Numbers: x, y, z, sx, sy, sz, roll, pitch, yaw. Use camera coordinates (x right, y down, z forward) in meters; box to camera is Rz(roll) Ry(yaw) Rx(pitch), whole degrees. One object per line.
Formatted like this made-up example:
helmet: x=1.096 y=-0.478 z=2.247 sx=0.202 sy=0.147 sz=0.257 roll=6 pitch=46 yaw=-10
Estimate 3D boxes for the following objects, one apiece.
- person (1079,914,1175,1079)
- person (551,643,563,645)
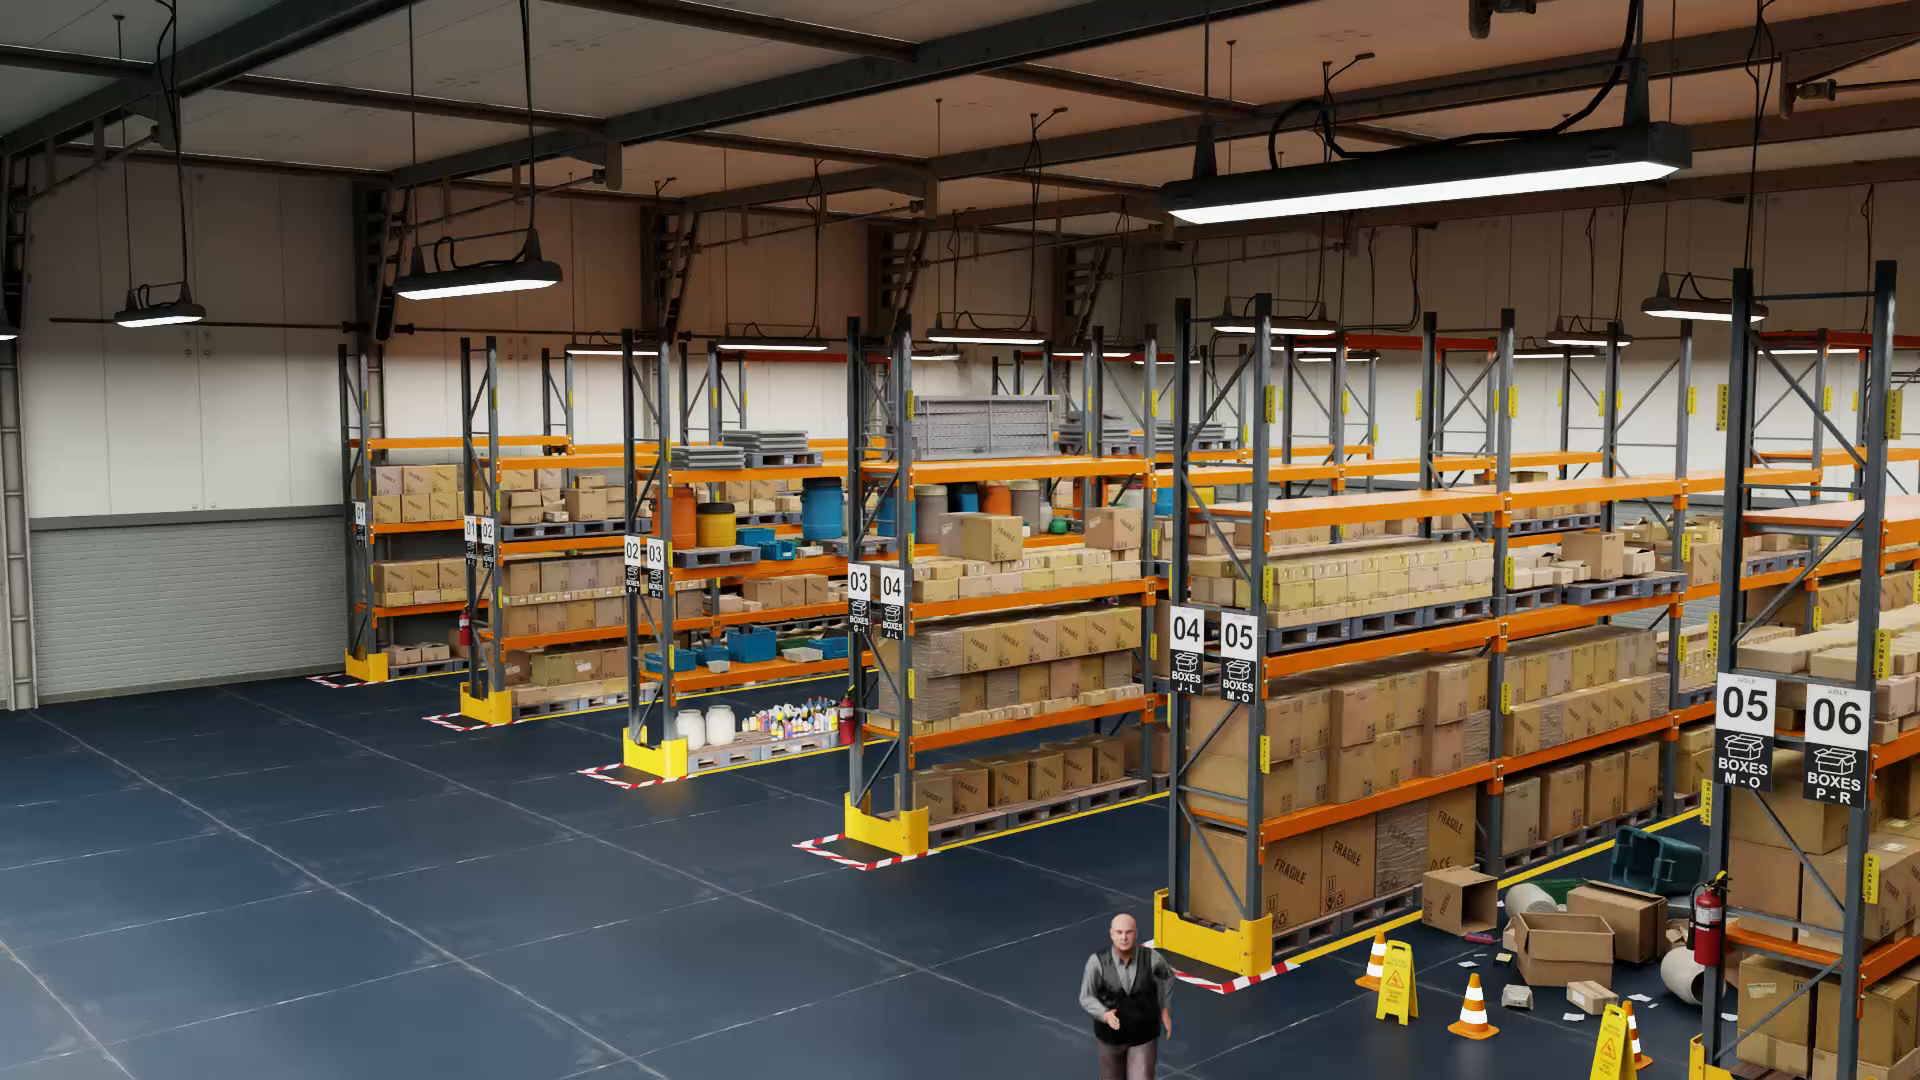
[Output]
person: x=1.103 y=3.332 z=11.006 sx=0.621 sy=1.741 sz=0.803 roll=1 pitch=5 yaw=8
person: x=-7.079 y=1.713 z=29.216 sx=0.607 sy=1.632 sz=0.941 roll=4 pitch=7 yaw=41
